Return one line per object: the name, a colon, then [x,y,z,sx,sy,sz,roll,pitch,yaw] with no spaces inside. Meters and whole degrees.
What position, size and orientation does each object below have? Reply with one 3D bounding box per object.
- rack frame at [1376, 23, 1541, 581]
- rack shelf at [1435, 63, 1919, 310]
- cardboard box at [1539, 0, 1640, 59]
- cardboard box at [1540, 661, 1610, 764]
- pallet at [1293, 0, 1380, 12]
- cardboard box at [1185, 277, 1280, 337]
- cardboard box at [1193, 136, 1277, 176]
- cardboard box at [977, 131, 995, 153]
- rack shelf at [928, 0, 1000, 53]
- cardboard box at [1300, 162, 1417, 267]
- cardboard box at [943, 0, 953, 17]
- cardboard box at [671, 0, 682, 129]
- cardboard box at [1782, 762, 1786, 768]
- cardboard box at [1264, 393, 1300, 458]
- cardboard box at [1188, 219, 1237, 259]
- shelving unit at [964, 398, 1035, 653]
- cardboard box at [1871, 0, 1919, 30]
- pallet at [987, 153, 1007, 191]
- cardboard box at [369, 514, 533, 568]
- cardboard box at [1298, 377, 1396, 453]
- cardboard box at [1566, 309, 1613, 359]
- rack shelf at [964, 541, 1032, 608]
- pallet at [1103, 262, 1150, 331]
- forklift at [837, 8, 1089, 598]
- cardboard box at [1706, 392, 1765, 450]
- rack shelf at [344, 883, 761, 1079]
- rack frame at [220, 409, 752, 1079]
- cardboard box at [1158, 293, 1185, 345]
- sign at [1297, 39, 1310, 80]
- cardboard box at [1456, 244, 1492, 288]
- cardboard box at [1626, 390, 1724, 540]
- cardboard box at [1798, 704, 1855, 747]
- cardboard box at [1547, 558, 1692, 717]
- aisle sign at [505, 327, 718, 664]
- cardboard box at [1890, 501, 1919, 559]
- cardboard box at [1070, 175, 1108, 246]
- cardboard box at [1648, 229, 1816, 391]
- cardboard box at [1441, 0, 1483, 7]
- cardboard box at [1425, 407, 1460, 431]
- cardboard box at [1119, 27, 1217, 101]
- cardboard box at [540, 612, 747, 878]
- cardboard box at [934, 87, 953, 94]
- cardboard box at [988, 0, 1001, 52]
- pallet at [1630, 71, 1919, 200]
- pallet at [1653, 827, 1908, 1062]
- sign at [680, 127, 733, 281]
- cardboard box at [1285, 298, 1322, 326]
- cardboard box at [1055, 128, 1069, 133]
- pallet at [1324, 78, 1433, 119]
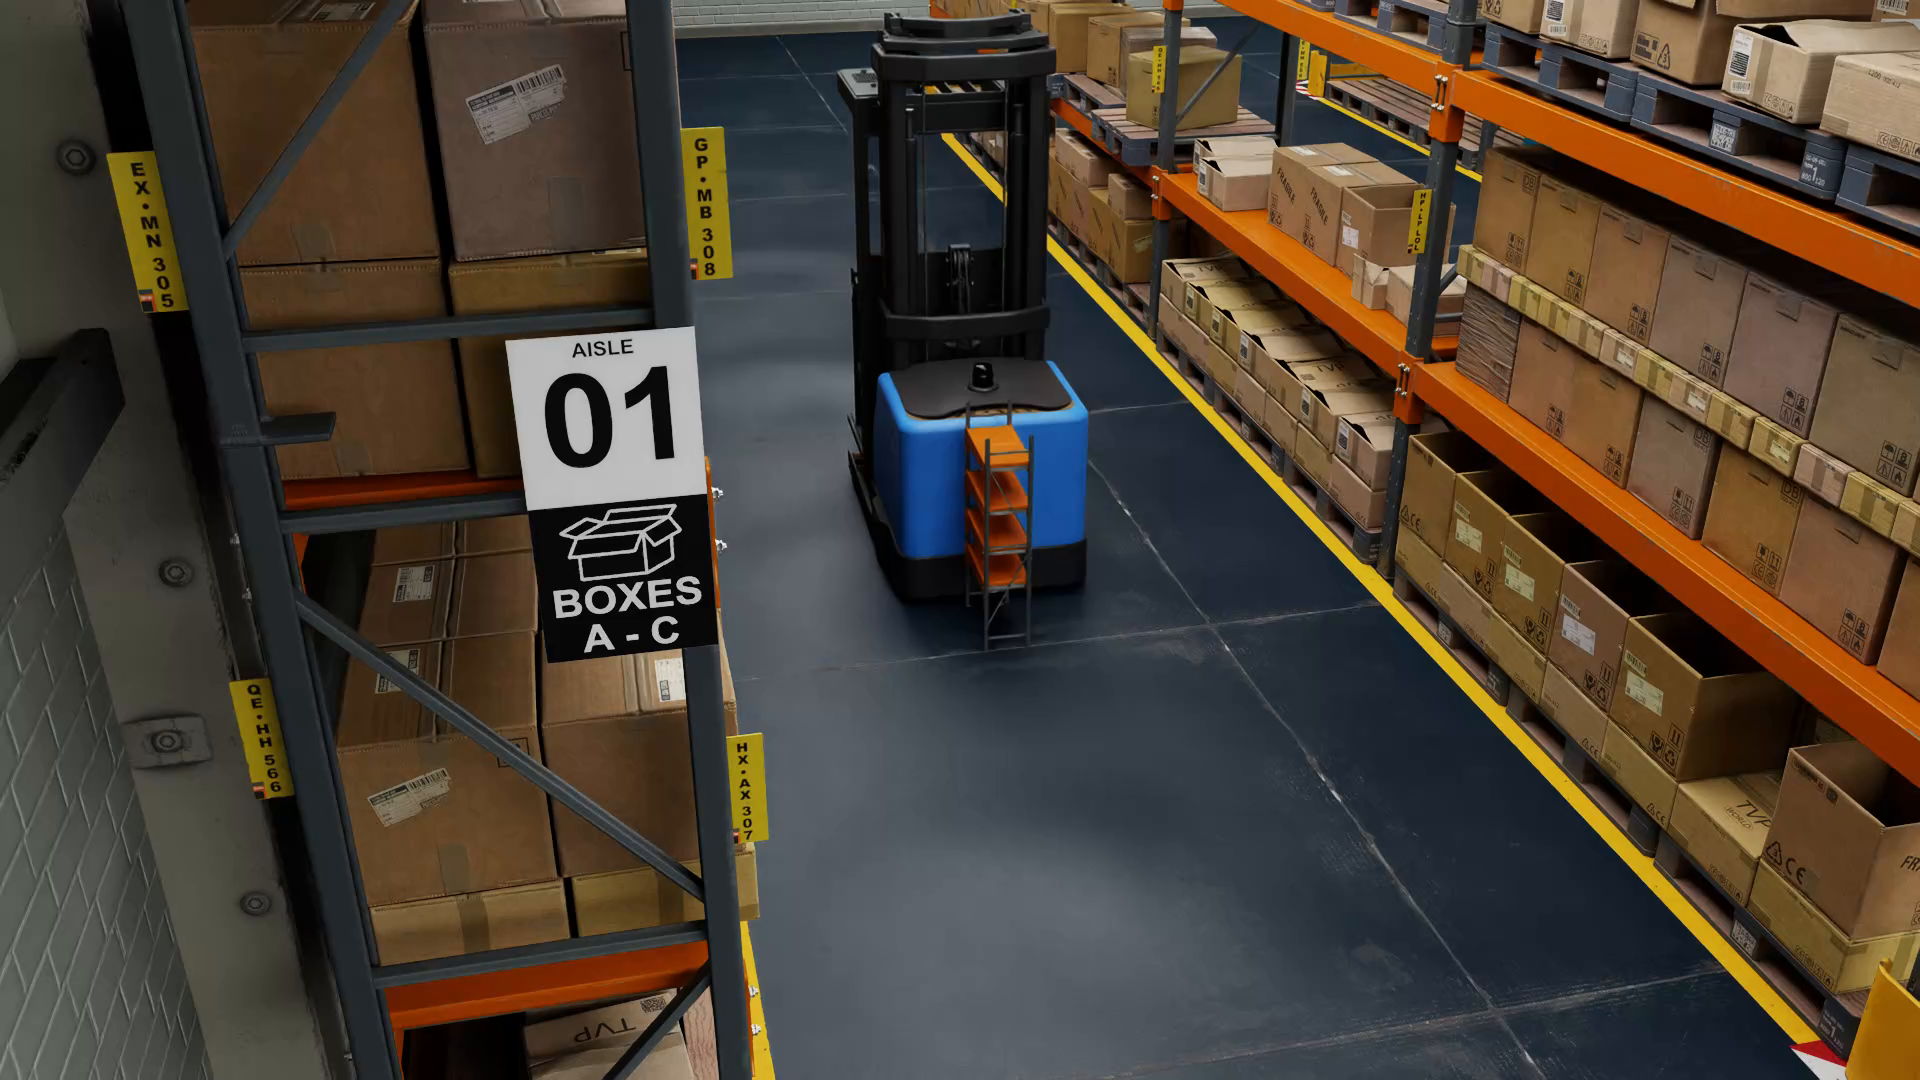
rack frame: [2.853,-1.187,8.773,1.000,3.000,0.127,-6,27,-12]
rack shelf: [3.304,-1.327,6.520,1.077,0.370,4.000,-6,27,-12]
cardboard box: [2.832,-2.252,7.031,0.500,0.311,0.500,-7,28,-14]
cardboard box: [2.996,0.746,7.528,0.500,0.250,0.500,-6,27,-12]
pallet: [2.447,-3.419,10.075,1.003,0.211,1.213,-5,27,-9]
cardboard box: [1.910,-1.664,11.681,0.500,0.311,0.500,-7,28,-13]
cardboard box: [1.991,-2.739,11.947,0.500,0.311,0.500,-4,27,-8]
cardboard box: [0.477,-4.246,17.329,0.500,0.311,0.500,-6,27,-12]
rack shelf: [0.600,-5.256,17.633,1.077,0.370,4.000,-6,27,-12]
cardboard box: [2.465,-2.022,10.316,0.500,0.500,0.500,-6,27,-12]
cardboard box: [0.114,-6.052,18.301,0.500,0.500,0.500,-6,27,-12]
cardboard box: [-0.985,-1.185,4.197,0.500,0.500,0.500,-6,27,-12]
cardboard box: [3.622,0.912,7.199,0.500,0.250,0.500,-6,27,-12]
cardboard box: [2.250,-0.747,10.486,0.500,0.250,0.500,-5,27,-10]
cardboard box: [2.128,-2.253,13.170,0.500,0.500,0.500,-5,27,-9]
shelving unit: [0.195,-0.072,8.562,0.258,1.200,0.503,-5,27,-10]
cardboard box: [3.647,-1.822,5.969,0.500,0.500,0.500,-6,27,-12]
pallet: [0.897,-3.756,16.957,1.003,0.211,1.213,-6,27,-12]
cardboard box: [-1.608,0.163,5.411,0.500,0.500,0.500,-7,28,-13]
cardboard box: [2.359,-0.774,9.918,0.500,0.311,0.500,-5,27,-10]
cardboard box: [2.957,-0.935,7.444,0.380,0.149,0.250,-7,28,-13]
rack shelf: [0.195,0.165,8.682,0.258,0.148,0.480,-5,27,-10]
pallet: [1.821,-2.030,13.538,1.003,0.211,1.213,-6,27,-12]
forklift: [-0.093,-1.637,9.741,1.130,2.935,3.031,-5,27,-10]
cardboard box: [3.190,-0.482,6.545,0.380,0.149,0.250,-5,27,-10]
rack shelf: [-1.521,0.517,6.196,1.077,0.370,4.000,-6,27,-12]
rack frame: [-1.071,1.073,4.294,1.000,3.000,0.127,-6,27,-12]
cardboard box: [1.784,-1.644,12.263,0.500,0.250,0.500,-6,27,-12]
sign: [2.492,-3.518,12.106,0.100,0.325,0.005,-6,27,-12]
cardboard box: [2.725,-1.384,8.332,0.380,0.149,0.250,-6,27,-12]
cardboard box: [3.311,-0.361,7.026,0.700,0.500,0.500,-5,27,-10]
cardboard box: [3.736,0.797,6.596,0.500,0.500,0.500,-6,27,-12]
cardboard box: [2.993,0.412,7.359,0.500,0.500,0.500,-6,27,-12]
aisle sign: [-0.762,-0.086,3.706,0.394,0.787,0.004,-6,27,-12]
cardboard box: [3.423,-0.029,5.647,0.380,0.149,0.250,-5,27,-10]
cardboard box: [1.272,-2.867,14.388,0.500,0.500,0.500,-7,28,-14]
cardboard box: [3.299,-0.956,6.764,0.700,0.500,0.500,-6,27,-12]
cardboard box: [2.724,-2.918,8.574,0.500,0.250,0.500,-3,27,-6]
cardboard box: [3.003,-0.604,9.581,0.500,0.311,0.500,-6,27,-11]
cardboard box: [1.680,-3.861,13.494,0.700,0.500,0.500,-1,27,-2]
cardboard box: [-0.885,0.557,4.630,0.500,0.500,0.500,-6,27,-12]
cardboard box: [-0.091,-5.160,19.320,0.380,0.149,0.250,-6,27,-12]
cardboard box: [0.570,-5.163,16.540,0.500,0.500,0.500,-5,27,-10]
pallet: [3.342,-1.581,6.322,1.003,0.211,1.213,-6,27,-12]
pallet: [3.542,1.482,6.579,1.003,0.211,1.213,-6,27,-12]
sign: [-0.542,-0.711,3.531,0.100,0.325,0.005,-6,27,-12]
cardboard box: [2.544,-1.499,11.355,0.500,0.311,0.500,-6,27,-12]
cardboard box: [0.962,-4.216,17.430,0.380,0.166,0.250,-6,27,-12]
pallet: [5.124,-5.346,20.107,1.003,0.211,1.213,-6,27,-12]
